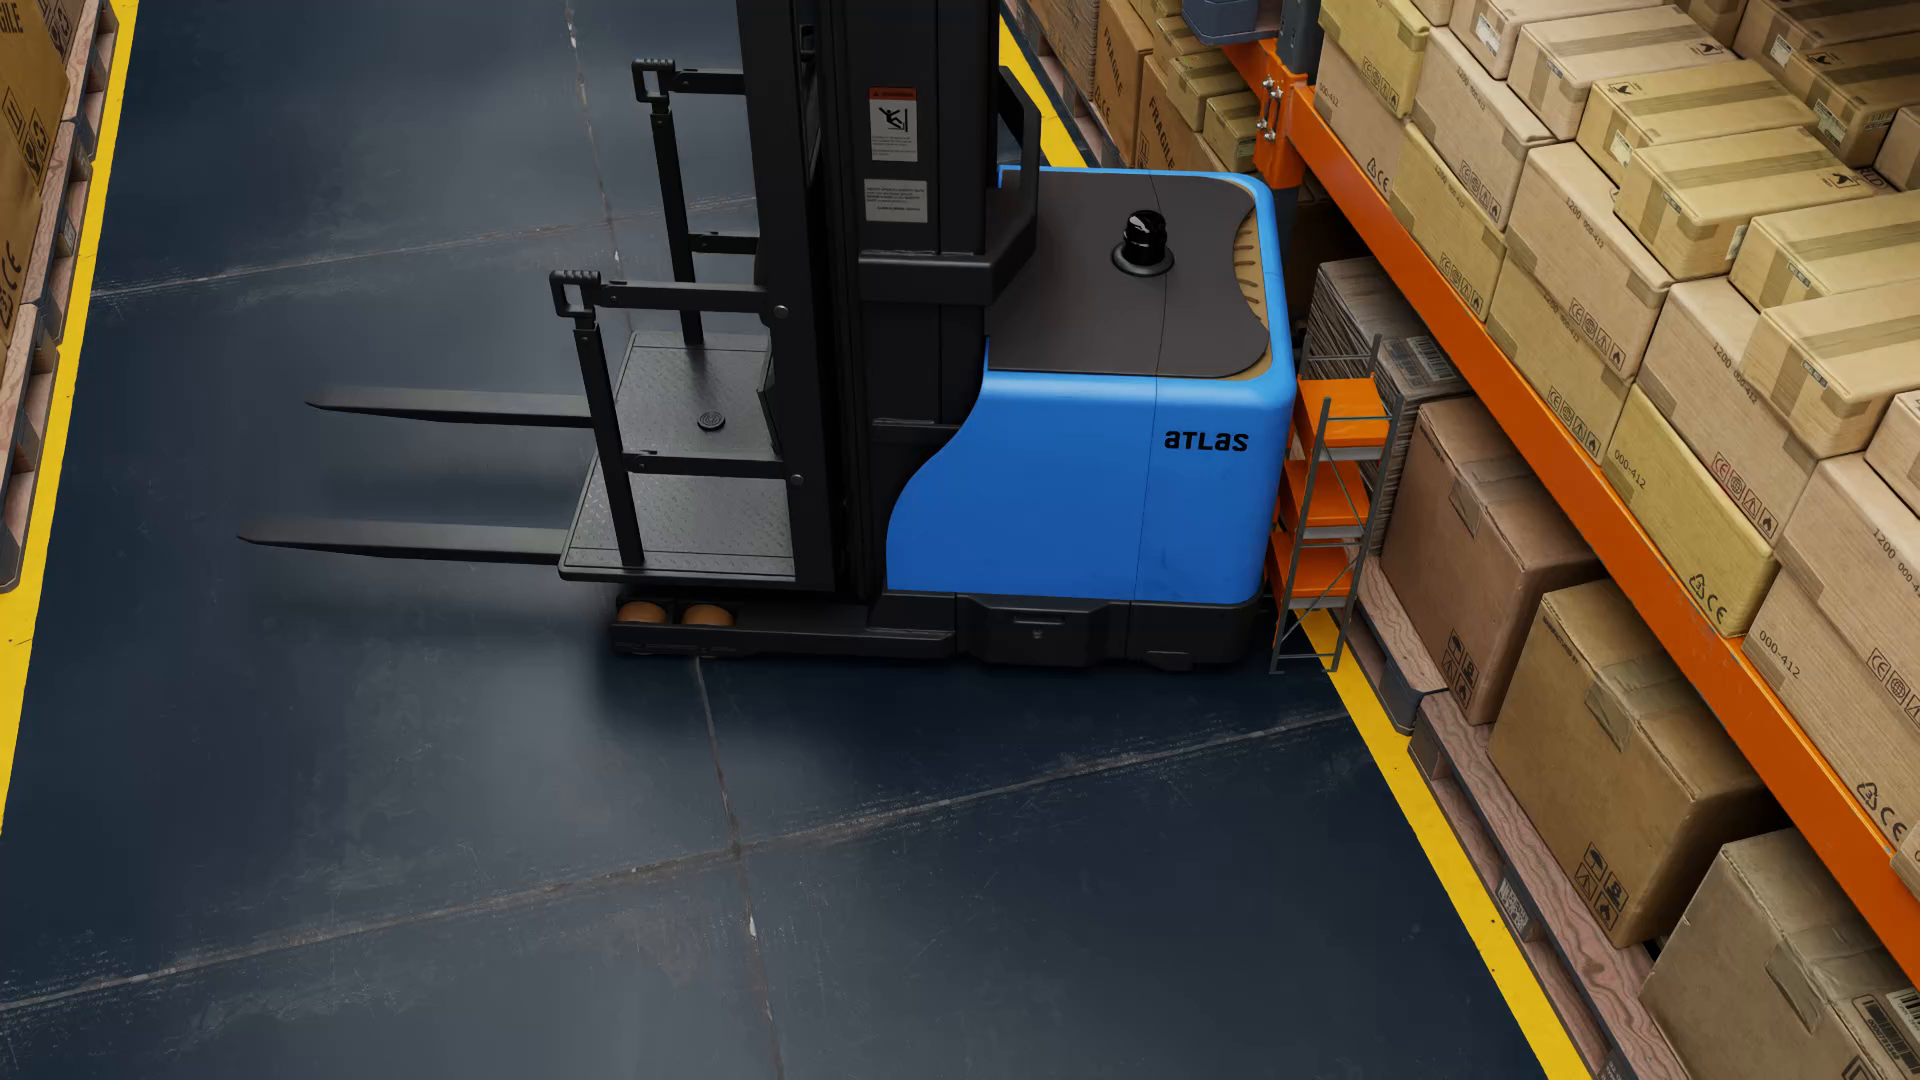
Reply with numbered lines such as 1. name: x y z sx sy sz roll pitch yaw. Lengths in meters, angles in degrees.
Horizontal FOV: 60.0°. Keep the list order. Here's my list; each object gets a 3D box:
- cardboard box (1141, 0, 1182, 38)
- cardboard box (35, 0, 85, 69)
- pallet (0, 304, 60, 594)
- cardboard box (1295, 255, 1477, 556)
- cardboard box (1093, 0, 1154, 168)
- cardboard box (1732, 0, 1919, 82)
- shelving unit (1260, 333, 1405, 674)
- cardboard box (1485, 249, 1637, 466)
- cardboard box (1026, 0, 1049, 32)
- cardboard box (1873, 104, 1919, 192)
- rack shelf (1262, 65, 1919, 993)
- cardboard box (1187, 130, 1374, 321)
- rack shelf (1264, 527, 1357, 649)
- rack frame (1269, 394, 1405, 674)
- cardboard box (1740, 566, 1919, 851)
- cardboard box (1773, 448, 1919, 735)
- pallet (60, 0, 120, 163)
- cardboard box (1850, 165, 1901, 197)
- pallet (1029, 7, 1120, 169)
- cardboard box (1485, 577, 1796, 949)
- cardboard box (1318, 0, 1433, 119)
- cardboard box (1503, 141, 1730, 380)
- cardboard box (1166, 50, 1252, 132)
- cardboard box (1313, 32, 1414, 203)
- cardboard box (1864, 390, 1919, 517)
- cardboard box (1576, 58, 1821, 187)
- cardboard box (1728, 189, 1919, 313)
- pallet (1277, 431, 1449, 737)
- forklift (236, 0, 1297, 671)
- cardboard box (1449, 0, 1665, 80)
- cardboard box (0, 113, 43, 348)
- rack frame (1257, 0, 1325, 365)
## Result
1. cardboard box: 0.882 -1.926 6.039 0.380 0.149 0.250 -9 46 -9
2. cardboard box: -4.184 -2.410 6.706 0.875 0.875 0.875 -9 46 -9
3. pallet: -3.525 -0.241 5.338 1.003 0.211 1.213 -11 47 -10
4. cardboard box: 1.548 -0.452 4.961 0.875 0.625 0.625 -9 46 -9
5. cardboard box: 0.830 -1.802 6.372 0.500 0.500 0.500 -9 46 -9
6. cardboard box: 1.993 -1.137 3.739 0.380 0.149 0.250 -12 47 -11
7. shelving unit: 0.997 -0.071 4.580 0.215 1.050 0.252 -2 45 -2
8. cardboard box: 1.541 -0.463 3.708 0.500 0.250 0.500 -12 47 -12
9. cardboard box: 0.553 -2.516 7.072 0.500 0.500 0.500 -12 47 -11
10. cardboard box: 2.129 -0.785 3.395 0.380 0.149 0.250 -11 47 -11
11. rack shelf: 1.913 0.064 3.591 1.077 0.370 4.000 -11 47 -10
12. cardboard box: 1.085 -1.094 5.678 0.500 0.500 0.500 -9 46 -9
13. rack shelf: 0.997 0.133 4.783 0.215 0.259 0.240 -2 45 -2
14. rack frame: 1.003 0.015 4.493 0.200 1.050 0.008 -2 45 -2
15. cardboard box: 1.812 0.251 3.009 0.500 0.250 0.500 -10 47 -10
16. cardboard box: 1.788 0.070 2.836 0.500 0.250 0.500 -10 46 -10
17. pallet: -4.150 -1.926 6.989 1.003 0.211 1.213 -11 47 -10
18. cardboard box: 2.043 -0.733 3.623 0.500 0.250 0.500 -11 47 -11
19. pallet: 0.938 -1.956 7.019 1.003 0.211 1.213 -11 47 -10
20. cardboard box: 1.895 0.463 4.065 0.875 0.625 0.625 -12 47 -12
21. cardboard box: 1.254 -1.336 4.214 0.500 0.250 0.500 -11 47 -10
22. cardboard box: 1.522 -0.630 3.522 0.500 0.250 0.500 -12 47 -11
23. cardboard box: 0.930 -1.546 5.666 0.380 0.149 0.250 -13 47 -12
24. cardboard box: 1.278 -1.165 4.397 0.500 0.250 0.500 -11 47 -10
25. cardboard box: 1.767 -0.141 2.764 0.380 0.149 0.250 -10 46 -10
26. cardboard box: 1.530 -0.854 3.463 0.380 0.149 0.250 -10 46 -10
27. cardboard box: 1.699 -0.506 3.122 0.380 0.149 0.250 -11 47 -10
28. pallet: 1.574 -0.017 5.119 1.003 0.211 1.213 -11 47 -10
29. forklift: -0.625 -1.053 4.230 3.031 2.935 1.130 2 46 2
30. cardboard box: 1.358 -1.200 3.802 0.380 0.149 0.250 -10 46 -9
31. cardboard box: -3.717 -1.171 5.491 0.875 0.875 0.875 -10 46 -10
32. rack frame: 1.401 -1.569 4.687 1.000 3.000 0.127 -11 47 -10
